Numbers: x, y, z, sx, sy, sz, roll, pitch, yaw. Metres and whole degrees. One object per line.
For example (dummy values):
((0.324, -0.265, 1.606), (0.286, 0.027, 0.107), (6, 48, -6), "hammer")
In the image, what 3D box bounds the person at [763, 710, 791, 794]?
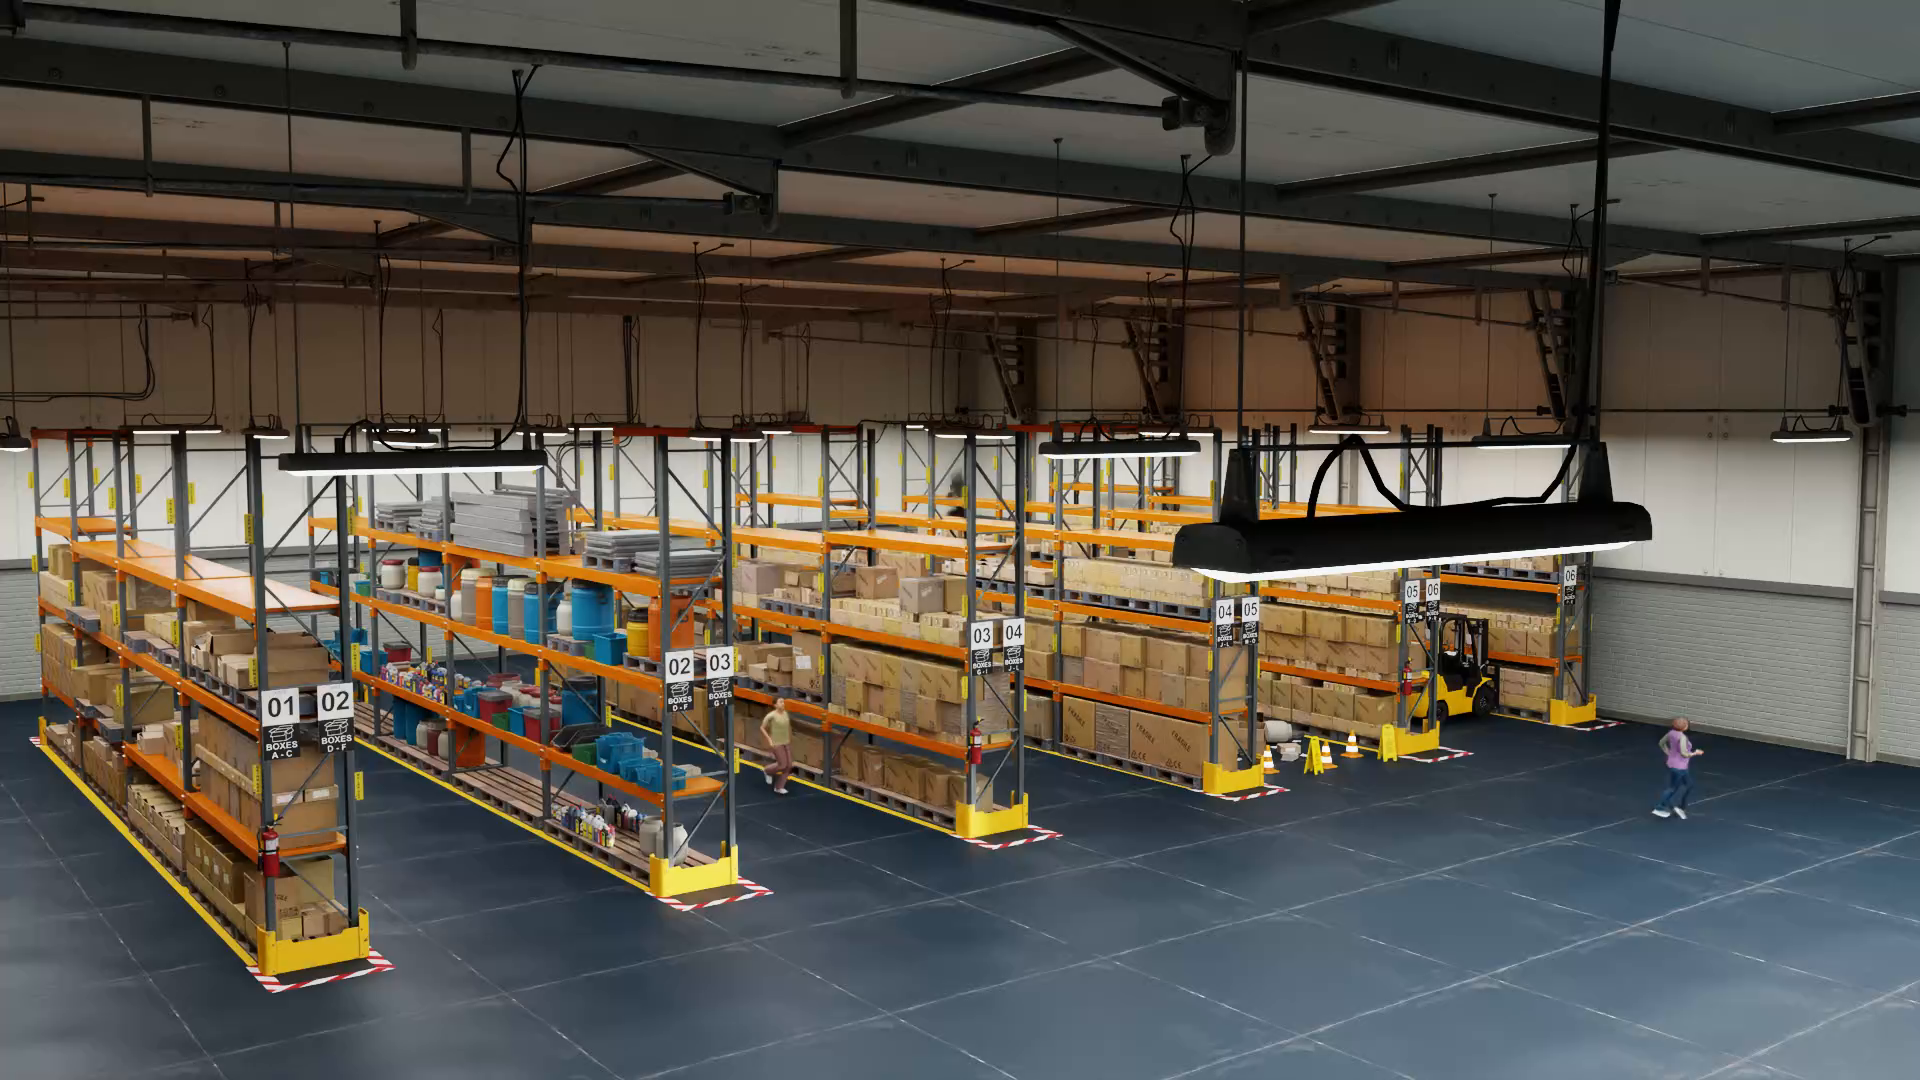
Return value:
((-3.007, 3.491, 27.494), (0.492, 1.367, 0.542), (4, 6, 44), "person")

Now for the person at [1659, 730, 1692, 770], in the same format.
((11.016, 3.221, 25.568), (0.403, 0.575, 0.513), (1, 5, 7), "person")
